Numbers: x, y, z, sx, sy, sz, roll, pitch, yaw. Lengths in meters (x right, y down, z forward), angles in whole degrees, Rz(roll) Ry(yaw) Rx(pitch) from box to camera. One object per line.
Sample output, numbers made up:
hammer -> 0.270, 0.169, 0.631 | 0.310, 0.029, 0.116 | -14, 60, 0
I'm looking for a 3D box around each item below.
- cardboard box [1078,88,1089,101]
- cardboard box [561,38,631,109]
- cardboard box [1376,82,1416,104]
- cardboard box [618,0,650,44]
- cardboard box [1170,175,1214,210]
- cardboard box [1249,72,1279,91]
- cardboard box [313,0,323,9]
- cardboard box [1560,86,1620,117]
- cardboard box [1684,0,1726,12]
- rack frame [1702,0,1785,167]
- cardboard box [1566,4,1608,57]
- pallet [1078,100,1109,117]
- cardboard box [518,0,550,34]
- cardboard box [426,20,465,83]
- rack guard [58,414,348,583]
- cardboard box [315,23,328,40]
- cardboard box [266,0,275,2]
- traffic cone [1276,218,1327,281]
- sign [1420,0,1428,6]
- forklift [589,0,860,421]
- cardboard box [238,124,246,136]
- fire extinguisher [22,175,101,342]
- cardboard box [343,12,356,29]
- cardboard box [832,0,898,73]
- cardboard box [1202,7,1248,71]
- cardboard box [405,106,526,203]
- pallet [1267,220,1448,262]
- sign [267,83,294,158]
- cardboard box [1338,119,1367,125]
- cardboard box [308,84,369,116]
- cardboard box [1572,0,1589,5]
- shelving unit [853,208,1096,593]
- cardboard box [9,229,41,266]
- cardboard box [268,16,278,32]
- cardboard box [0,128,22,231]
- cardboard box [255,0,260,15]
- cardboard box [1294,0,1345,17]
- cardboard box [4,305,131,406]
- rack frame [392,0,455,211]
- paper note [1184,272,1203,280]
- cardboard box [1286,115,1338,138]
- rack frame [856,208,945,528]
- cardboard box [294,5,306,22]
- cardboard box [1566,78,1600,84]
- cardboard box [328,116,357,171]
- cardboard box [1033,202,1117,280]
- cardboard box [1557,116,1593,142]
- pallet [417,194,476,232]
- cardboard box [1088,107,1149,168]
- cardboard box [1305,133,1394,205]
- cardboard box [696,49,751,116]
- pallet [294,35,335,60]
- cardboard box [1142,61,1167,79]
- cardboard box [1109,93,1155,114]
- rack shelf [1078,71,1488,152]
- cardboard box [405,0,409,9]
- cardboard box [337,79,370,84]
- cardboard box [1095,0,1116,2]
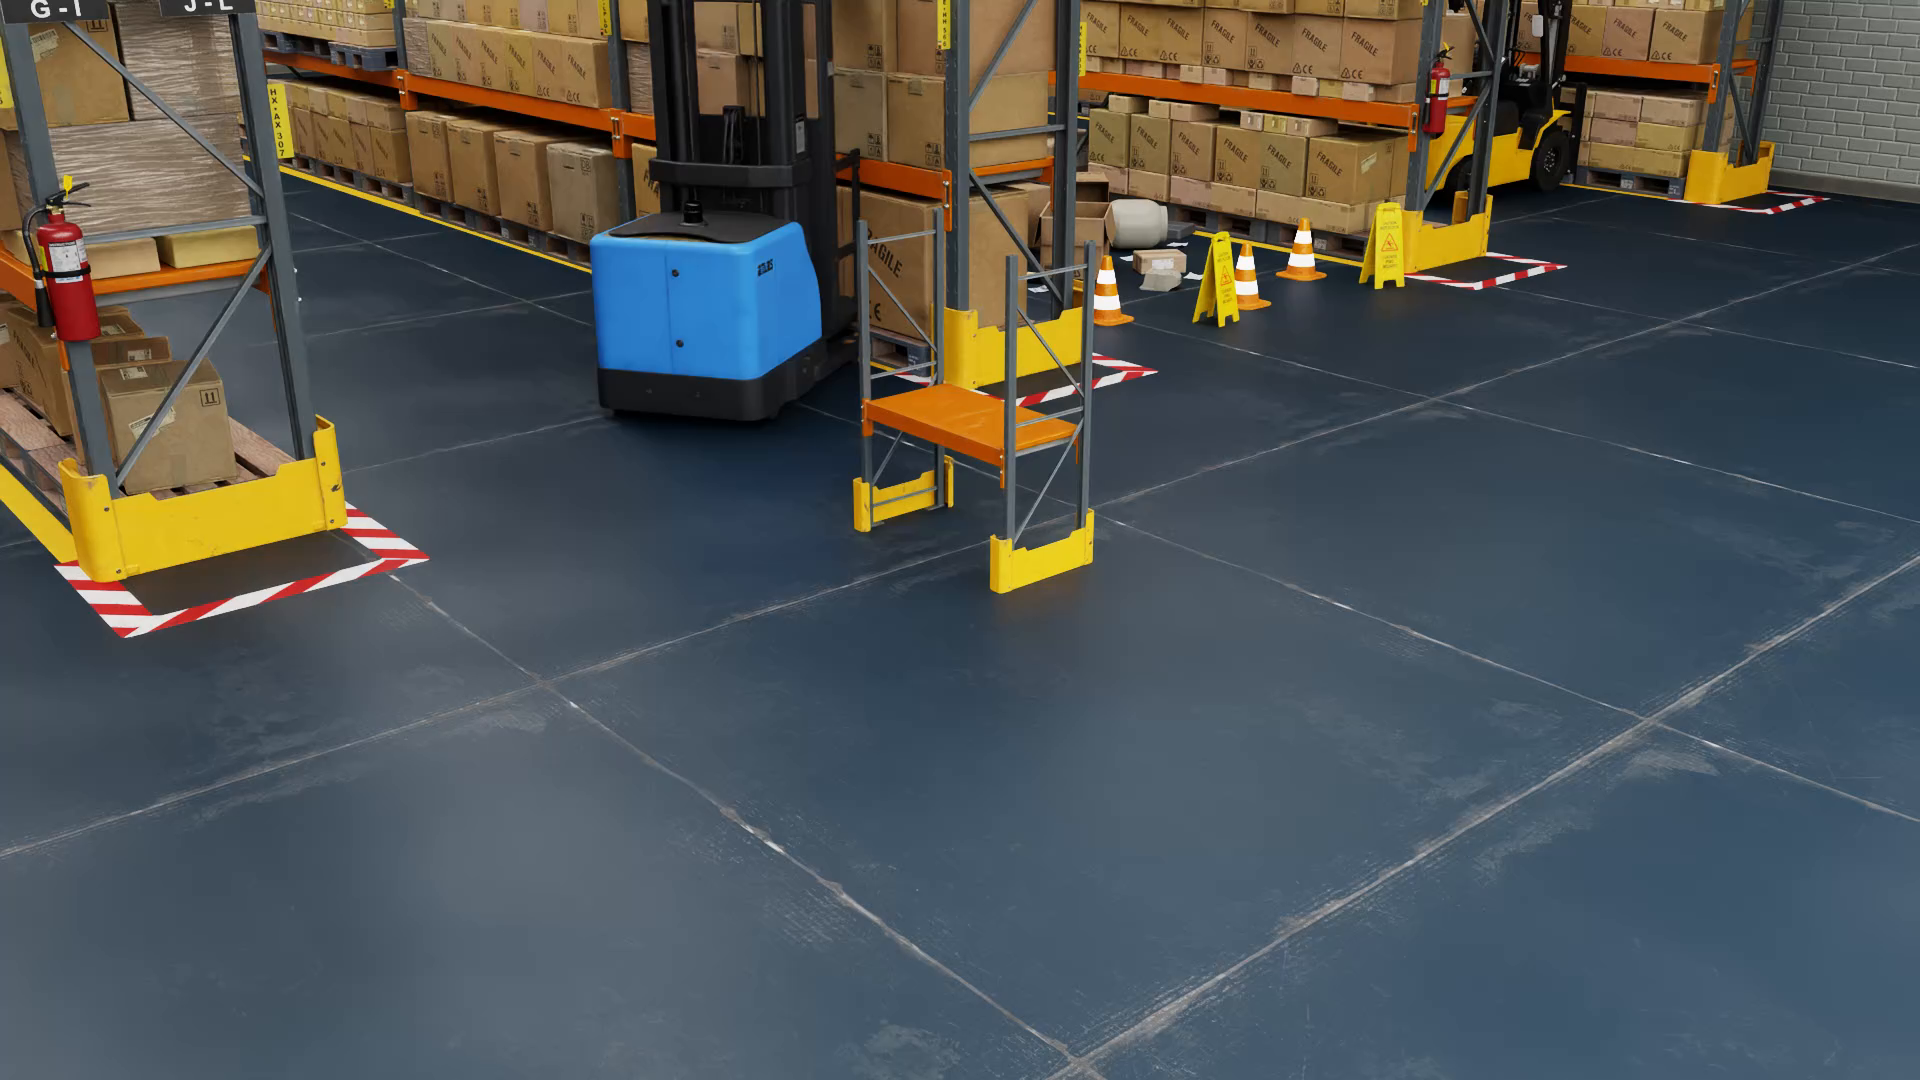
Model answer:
cardboard box -> 1.792, -6.350, 22.935 | 0.500, 0.500, 0.500 | -18, 28, -38
cardboard box -> -2.825, -3.745, 13.296 | 0.500, 0.500, 0.500 | -18, 27, -38
cardboard box -> 3.607, -3.655, 13.546 | 0.380, 0.149, 0.250 | -16, 27, -36
cardboard box -> -2.067, -4.080, 12.603 | 0.875, 0.550, 0.550 | -17, 27, -37
cardboard box -> 2.288, -3.221, 15.290 | 0.500, 0.250, 0.500 | -18, 28, -38
cardboard box -> 2.719, -3.991, 14.406 | 0.380, 0.149, 0.250 | -18, 28, -38
cardboard box -> -6.223, -5.388, 16.581 | 0.380, 0.149, 0.250 | -17, 27, -37
cardboard box -> 6.560, -4.612, 17.470 | 0.500, 0.250, 0.500 | -17, 27, -37
cardboard box -> 7.333, -5.279, 16.324 | 0.380, 0.149, 0.250 | -17, 27, -37
rack frame -> 7.771, -4.902, 16.386 | 1.000, 3.000, 0.127 | -17, 27, -37
cardboard box -> 6.585, -5.309, 17.288 | 0.500, 0.500, 0.500 | -18, 28, -38
pallet -> 2.091, -6.029, 23.087 | 1.003, 0.211, 1.213 | -17, 27, -37
cardboard box -> -3.277, -4.547, 13.973 | 0.700, 0.500, 0.500 | -17, 27, -37
cardboard box -> -4.470, -4.442, 15.074 | 0.500, 0.500, 0.500 | -18, 28, -38
rack guard -> -3.544, -0.217, 7.853 | 1.175, 0.500, 0.348 | -17, 27, -37
cardboard box -> -6.229, -5.112, 16.692 | 0.380, 0.149, 0.250 | -19, 28, -40
cardboard box -> -7.082, -5.749, 17.502 | 0.380, 0.149, 0.250 | -18, 28, -38
traffic cone -> 2.755, -2.350, 13.348 | 0.336, 0.463, 0.334 | -17, 27, -37
sign -> 3.580, -4.279, 12.774 | 0.100, 0.325, 0.005 | -17, 27, -37
forklift -> -1.220, -2.552, 10.482 | 1.130, 2.935, 3.031 | 6, 22, 15
cardboard box -> -8.345, -4.873, 19.645 | 0.380, 0.149, 0.250 | -19, 28, -39
fire extinguisher -> -3.769, -1.183, 6.996 | 0.296, 0.674, 0.183 | -17, 27, -37
cardboard box -> -5.736, -5.042, 16.104 | 0.380, 0.149, 0.250 | -16, 27, -35
cardboard box -> -0.312, -3.327, 10.679 | 0.875, 0.550, 0.550 | -17, 27, -37
cardboard box -> 2.487, -4.412, 14.589 | 0.500, 0.500, 0.500 | -17, 27, -37
cardboard box -> -4.563, -3.681, 15.779 | 1.050, 0.750, 0.750 | -18, 28, -38
pallet -> 3.460, -2.675, 14.523 | 1.003, 0.211, 1.213 | -17, 27, -37
sign -> -3.083, -1.892, 7.515 | 0.100, 0.325, 0.005 | -17, 27, -37
cardboard box -> 4.811, -5.238, 19.925 | 0.875, 0.625, 0.625 | -16, 26, -35
cardboard box -> -6.542, -4.653, 17.575 | 0.500, 0.250, 0.500 | -16, 27, -35
cardboard box -> 6.477, -5.628, 17.214 | 0.380, 0.149, 0.250 | -17, 27, -37
shelving unit -> 0.050, -0.677, 7.657 | 0.587, 1.500, 1.083 | -17, 27, -37
cardboard box -> -4.202, -1.399, 7.786 | 0.380, 0.149, 0.250 | -17, 27, -37
cardboard box -> -7.086, -5.474, 17.615 | 0.380, 0.149, 0.250 | -17, 27, -37
cardboard box -> -4.250, -1.813, 7.955 | 0.875, 0.500, 0.500 | -17, 27, -37
cardboard box -> -7.424, -5.756, 17.927 | 0.380, 0.149, 0.250 | -18, 28, -38
cardboard box -> 3.190, -4.600, 13.701 | 0.700, 0.500, 0.500 | -17, 27, -37
cardboard box -> -5.030, -1.067, 9.448 | 0.500, 0.500, 0.500 | 19, 29, 40
rack frame -> -4.893, -4.723, 15.930 | 1.000, 3.000, 0.127 | -17, 27, -37
paper note -> 1.888, -2.124, 13.365 | 0.142, 0.019, 0.148 | 12, 24, 27
cardboard box -> 3.002, -3.530, 14.161 | 0.380, 0.149, 0.250 | -16, 27, -36
rack frame -> -0.276, -0.815, 8.009 | 0.500, 1.500, 0.032 | -17, 27, -37
cardboard box -> -6.573, -5.395, 17.007 | 0.380, 0.149, 0.250 | -18, 28, -38
cardboard box -> 6.624, -4.882, 18.158 | 0.500, 0.250, 0.500 | -18, 28, -38
cardboard box -> -6.214, -4.161, 17.346 | 0.500, 0.500, 0.500 | -19, 28, -40
cardboard box -> 0.949, -2.439, 13.522 | 0.637, 0.503, 0.797 | 3, 22, 9
cardboard box -> 6.545, -4.389, 17.585 | 0.500, 0.250, 0.500 | -18, 28, -39
pallet -> -4.435, -3.189, 15.836 | 1.003, 0.211, 1.213 | -17, 27, -37
cardboard box -> 1.583, -3.861, 15.896 | 0.500, 0.500, 0.500 | -16, 26, -35
cardboard box -> 3.293, -3.143, 14.061 | 0.500, 0.500, 0.500 | -17, 27, -37
cardboard box -> -1.392, -3.265, 12.001 | 0.875, 0.550, 0.550 | -17, 27, -37
pallet -> -6.216, -5.171, 17.336 | 1.003, 0.211, 1.213 | -17, 27, -37
cardboard box -> 1.901, -4.344, 15.306 | 0.380, 0.149, 0.250 | -16, 27, -36
cardboard box -> 1.619, -4.115, 15.653 | 0.380, 0.149, 0.250 | -17, 27, -37
rack shelf -> 2.708, -3.937, 14.908 | 1.077, 0.370, 4.000 | -17, 27, -37
cardboard box -> -5.382, -5.395, 16.598 | 0.380, 0.149, 0.250 | -18, 27, -38
cardboard box -> -6.501, -4.918, 18.251 | 0.500, 0.250, 0.500 | -16, 26, -35
cardboard box -> 1.525, -5.302, 15.491 | 0.700, 0.500, 0.500 | -18, 28, -38
